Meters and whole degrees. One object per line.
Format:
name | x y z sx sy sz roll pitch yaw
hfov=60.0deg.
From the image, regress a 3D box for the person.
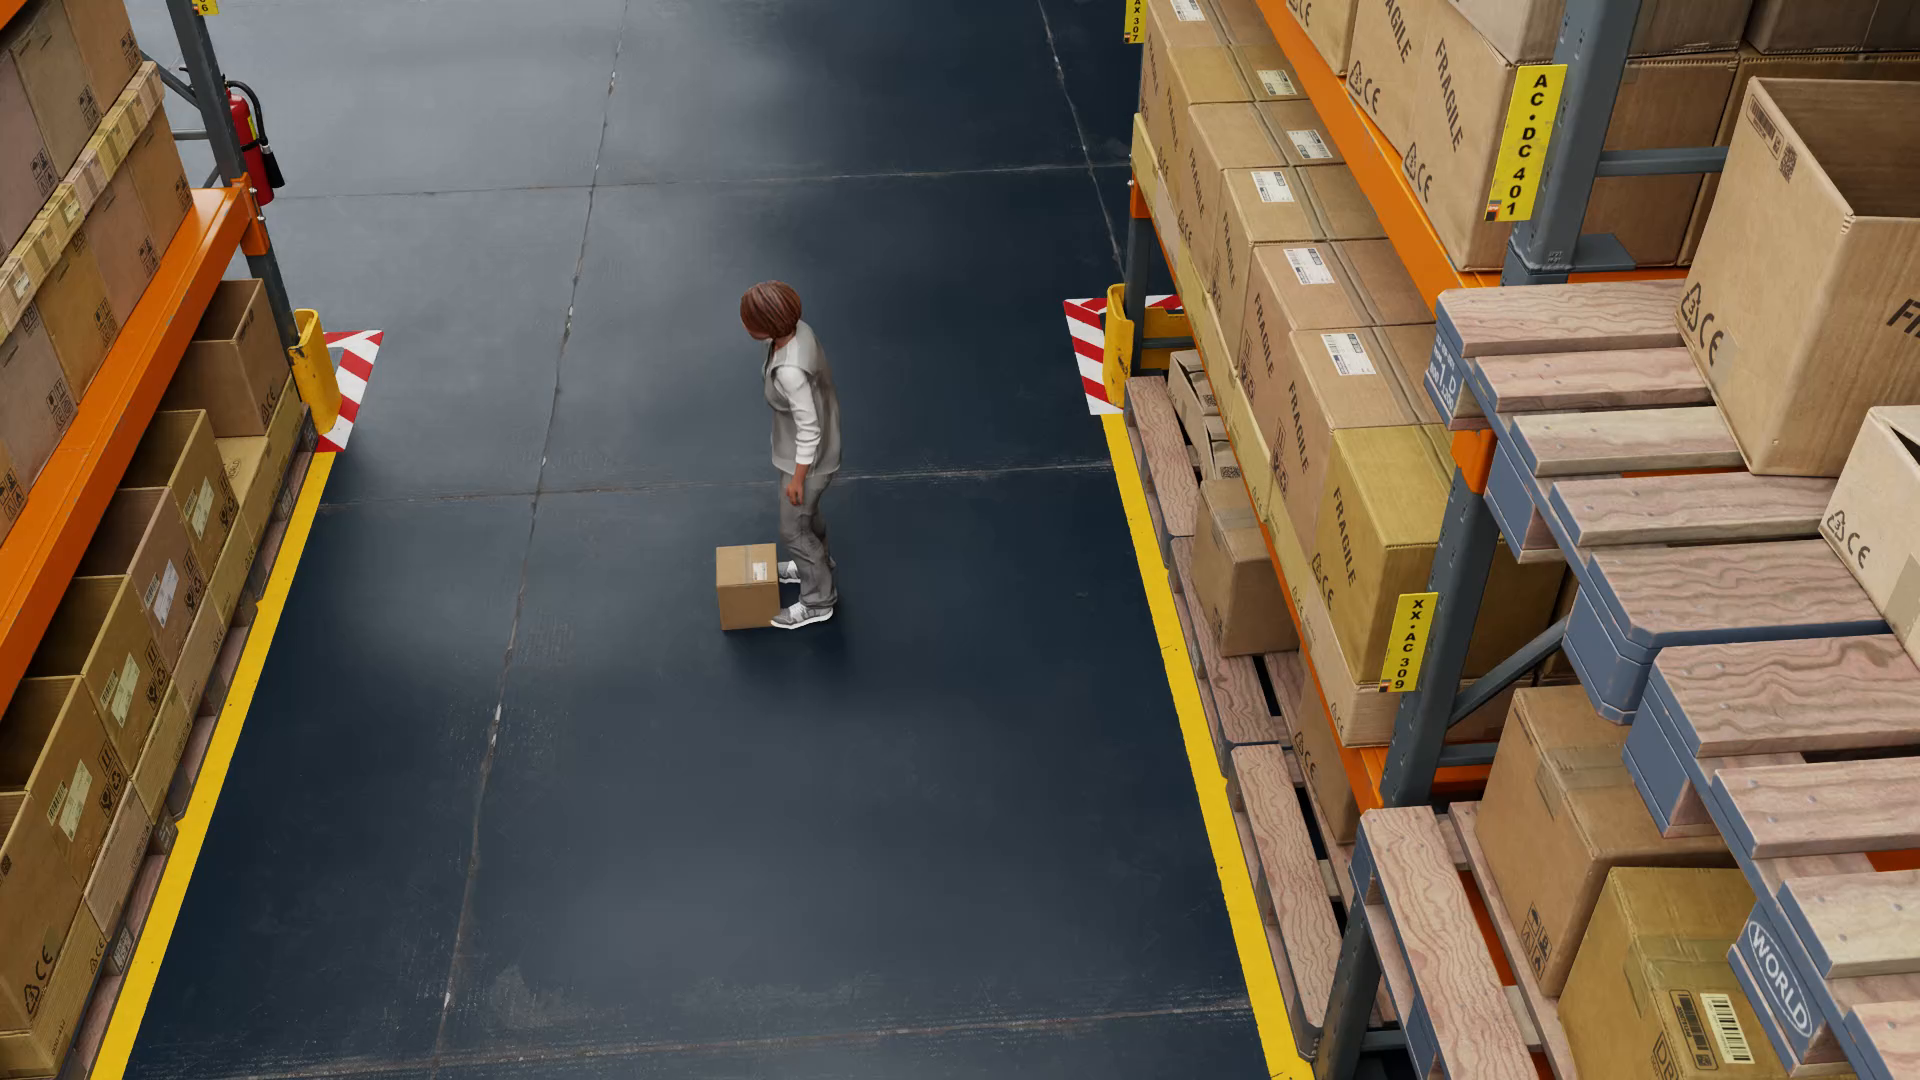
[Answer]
person | -0.641 -0.339 6.574 0.349 1.592 0.482 -6 40 -7
